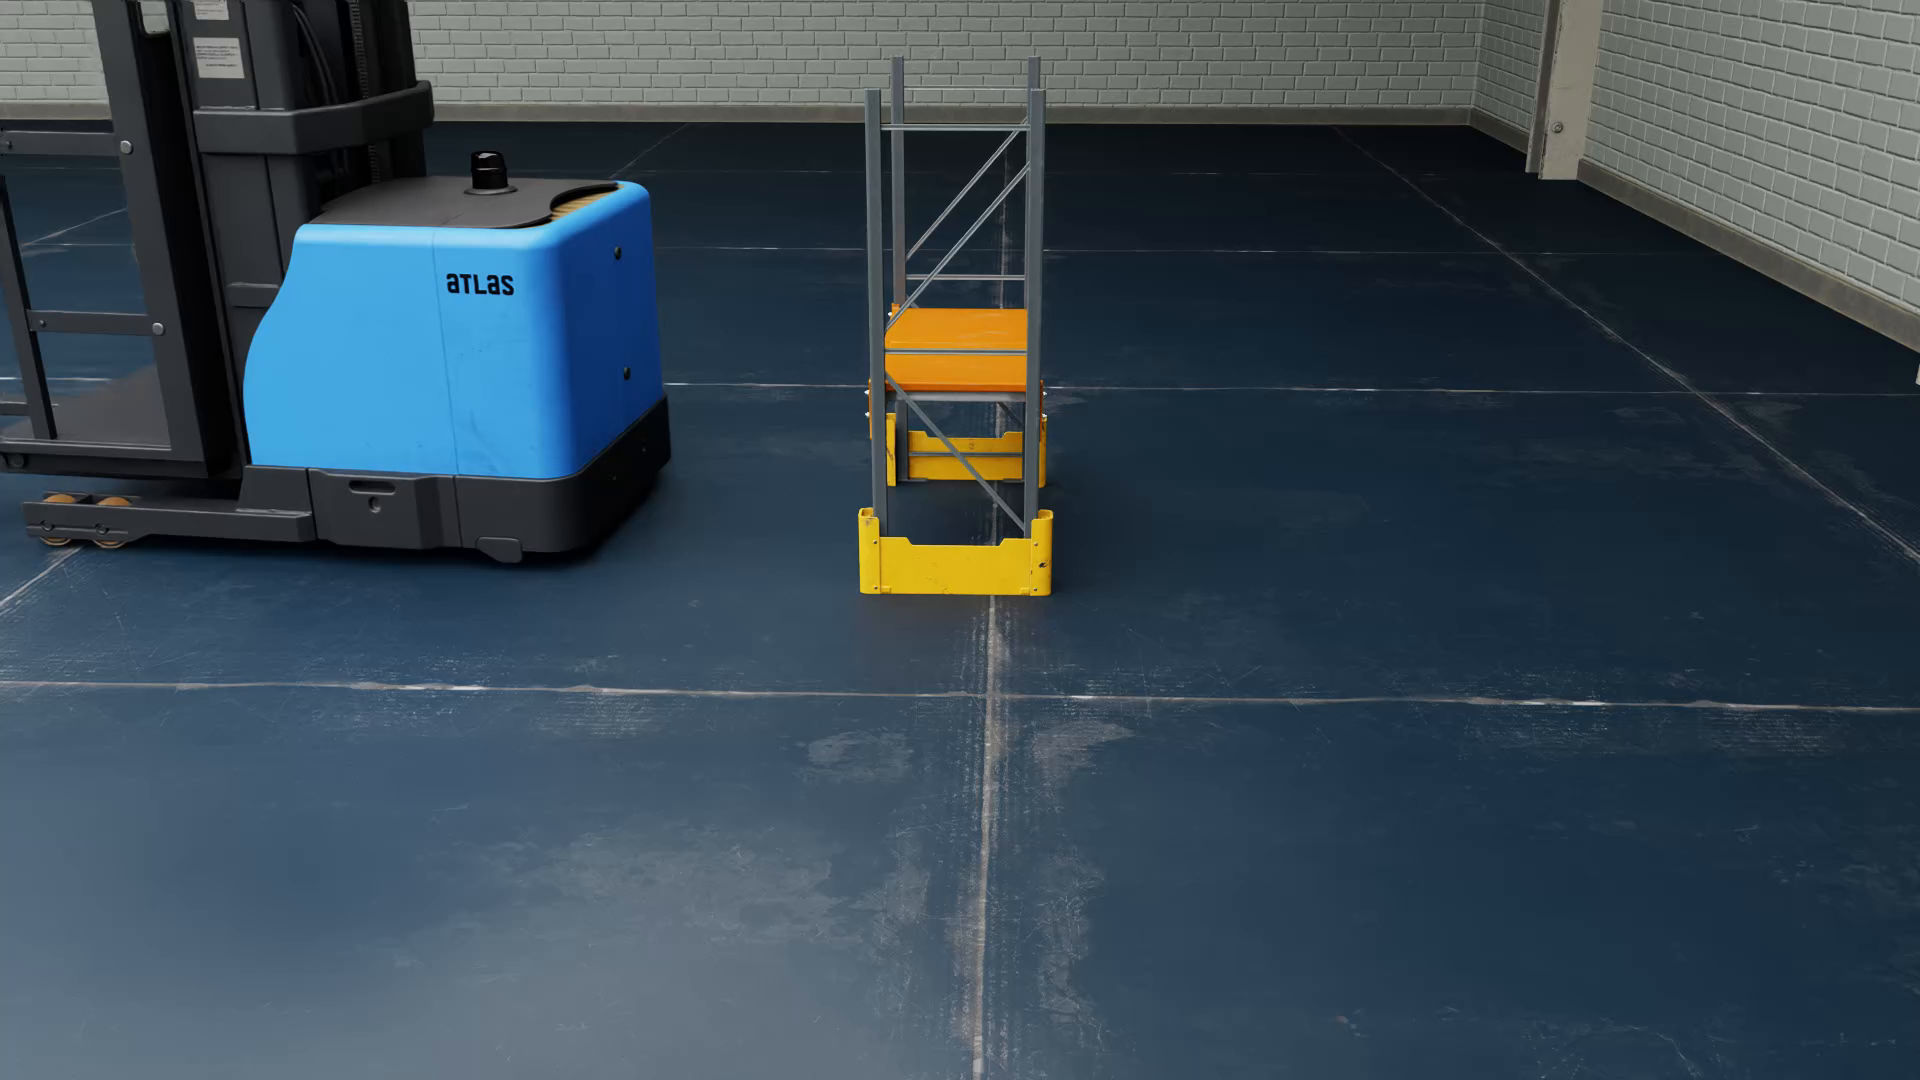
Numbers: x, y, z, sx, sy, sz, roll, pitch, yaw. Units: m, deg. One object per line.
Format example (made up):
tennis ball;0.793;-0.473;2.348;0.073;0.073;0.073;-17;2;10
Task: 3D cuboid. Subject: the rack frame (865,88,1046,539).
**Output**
rack frame;-0.013;-0.546;4.863;0.500;1.500;0.032;1;21;2

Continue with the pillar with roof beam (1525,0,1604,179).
pillar with roof beam;0.231;-7.033;11.216;9.100;9.000;0.400;1;21;2

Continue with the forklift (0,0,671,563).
forklift;-2.620;-1.522;5.400;3.031;2.935;1.130;3;21;8

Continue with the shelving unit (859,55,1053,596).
shelving unit;0.002;-0.727;5.329;0.587;1.500;1.083;1;21;2

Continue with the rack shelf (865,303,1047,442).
rack shelf;0.003;-0.562;5.402;0.538;0.185;1.000;1;21;2

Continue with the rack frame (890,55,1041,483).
rack frame;0.018;-0.914;5.811;0.500;1.500;0.032;1;21;2

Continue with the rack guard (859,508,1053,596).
rack guard;-0.013;0.036;5.091;0.587;0.250;0.087;1;21;2

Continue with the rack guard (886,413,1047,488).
rack guard;0.017;-0.324;6.019;0.587;0.250;0.087;1;21;2
